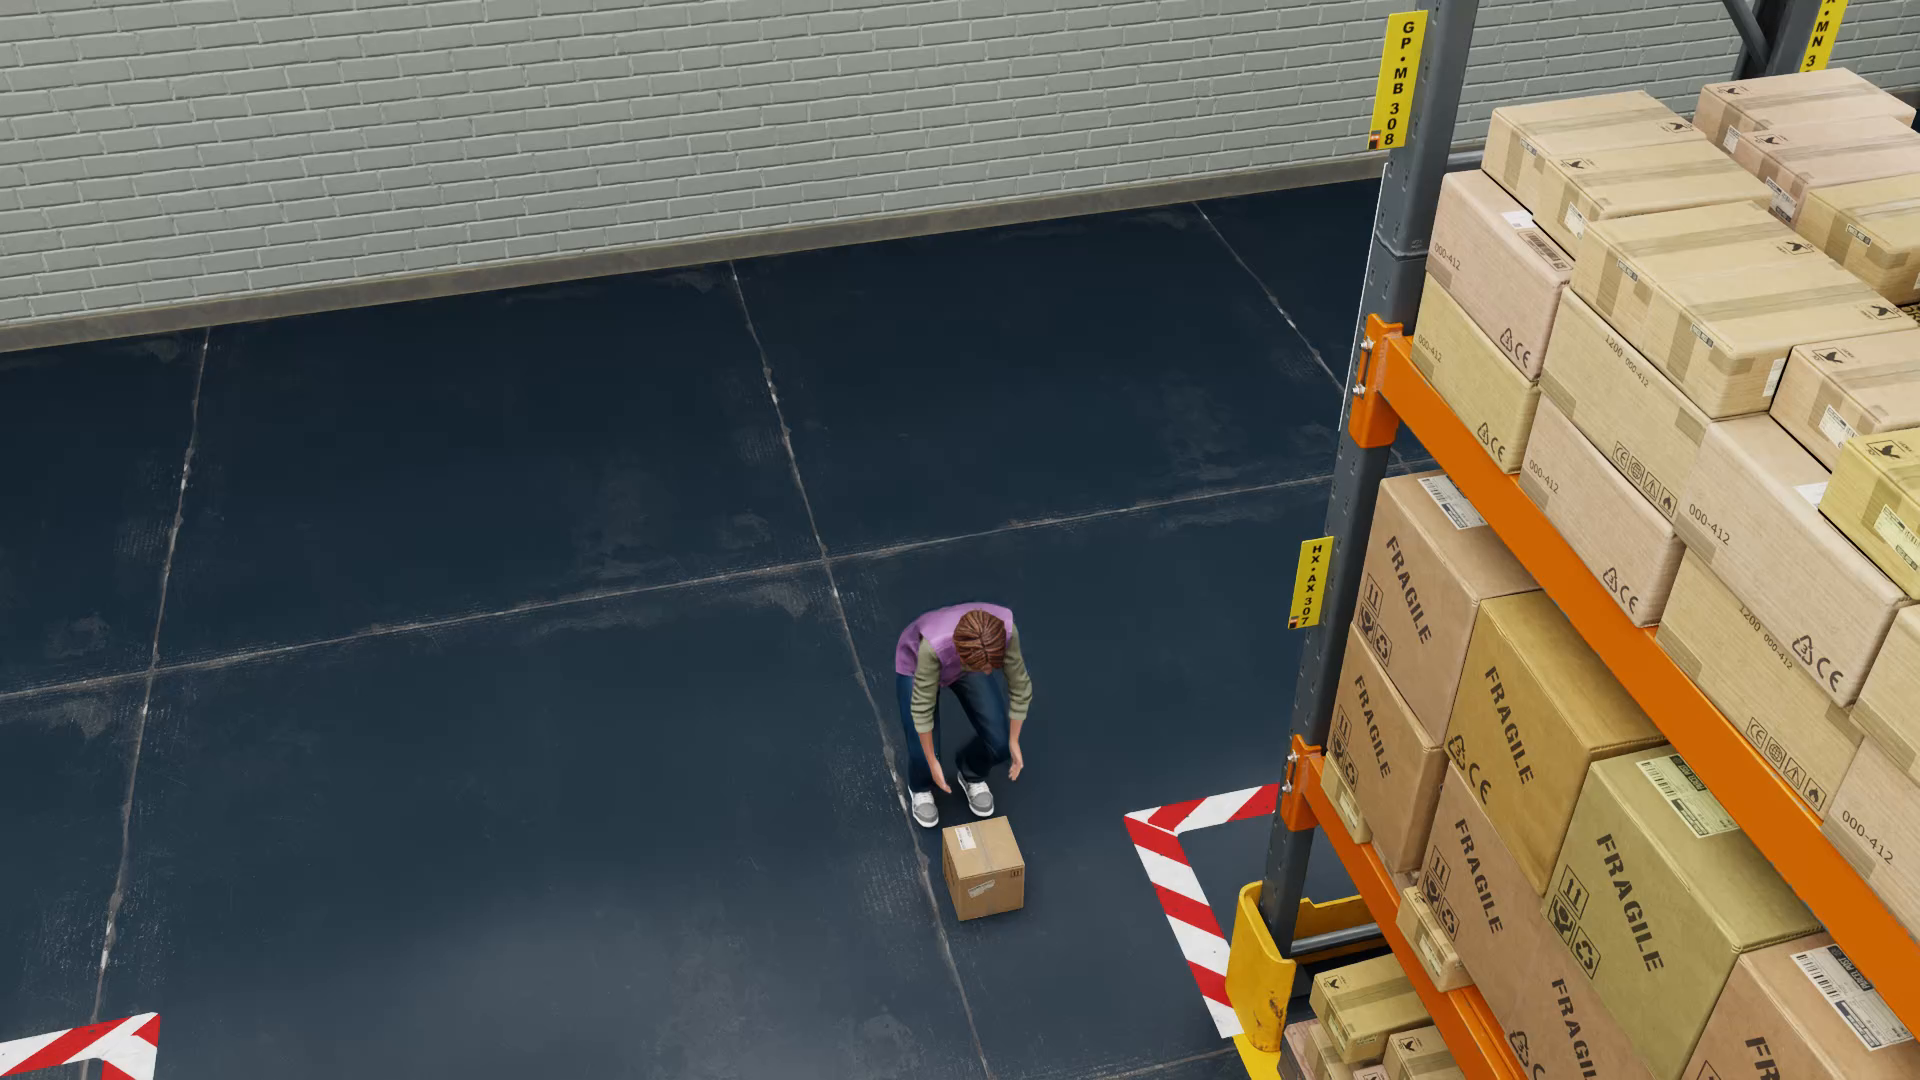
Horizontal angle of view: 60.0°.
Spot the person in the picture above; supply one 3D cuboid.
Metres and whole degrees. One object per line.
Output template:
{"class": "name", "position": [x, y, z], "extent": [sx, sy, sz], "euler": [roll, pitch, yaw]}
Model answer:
{"class": "person", "position": [0.008, 0.615, 6.287], "extent": [0.463, 1.186, 0.714], "euler": [-10, 40, -12]}
